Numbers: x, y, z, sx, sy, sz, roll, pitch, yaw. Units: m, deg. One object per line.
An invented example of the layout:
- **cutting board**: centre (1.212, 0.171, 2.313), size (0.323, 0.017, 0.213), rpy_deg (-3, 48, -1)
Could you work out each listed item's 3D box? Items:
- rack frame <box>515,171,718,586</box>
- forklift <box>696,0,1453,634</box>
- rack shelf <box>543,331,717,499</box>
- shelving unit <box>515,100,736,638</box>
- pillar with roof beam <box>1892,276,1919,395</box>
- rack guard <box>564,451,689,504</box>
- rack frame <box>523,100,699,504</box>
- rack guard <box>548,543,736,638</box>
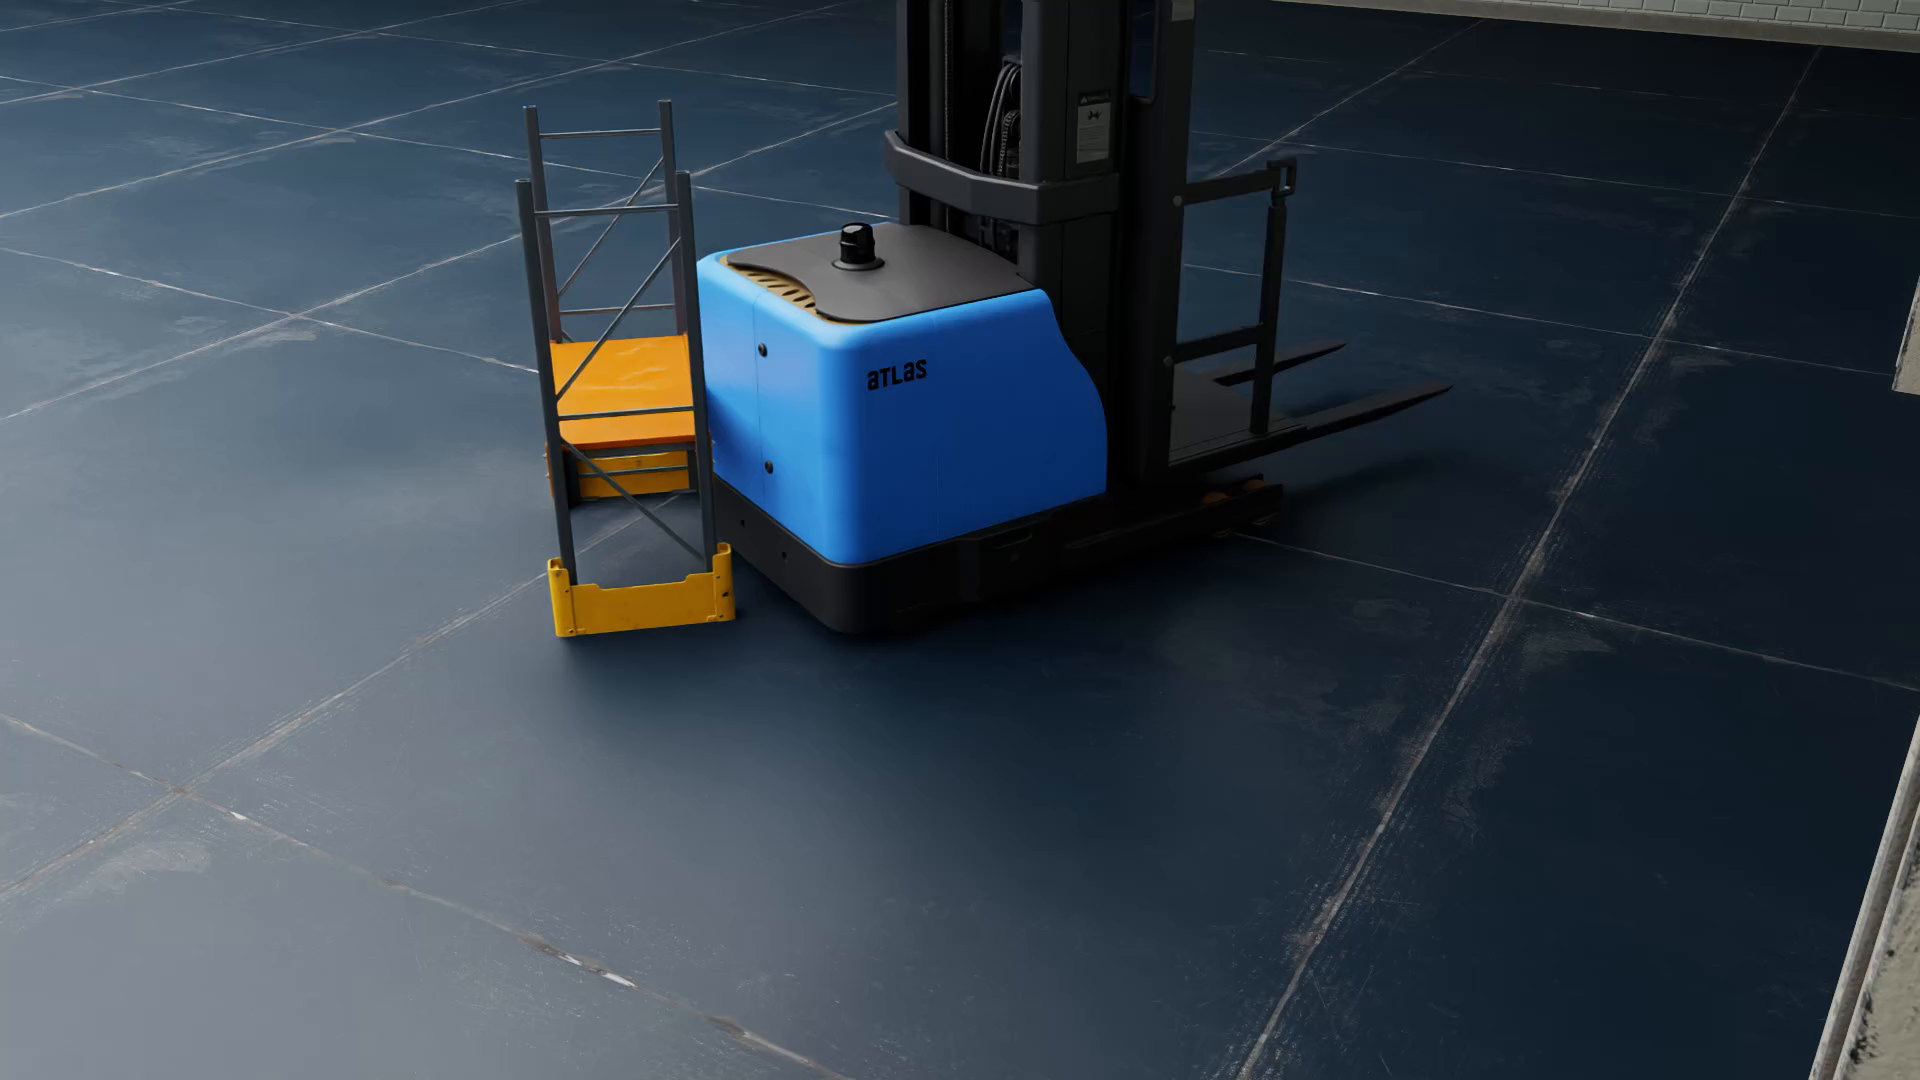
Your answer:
- **rack frame**: centre (-1.044, -0.394, 5.201), size (0.500, 1.500, 0.032), rpy_deg (-5, 27, -11)
- **forklift**: centre (0.596, -1.499, 5.811), size (3.031, 2.935, 1.130), rpy_deg (-17, 31, -30)
- **rack shelf**: centre (-1.149, -0.455, 5.726), size (0.538, 0.185, 1.000), rpy_deg (-5, 27, -11)
- **shelving unit**: centre (-1.147, -0.612, 5.638), size (0.587, 1.500, 1.083), rpy_deg (-5, 27, -11)
- **pillar with roof beam**: centre (0.645, -5.684, 7.393), size (9.100, 9.000, 0.400), rpy_deg (14, 30, 26)
- **rack guard**: centre (-1.250, -0.271, 6.353), size (0.587, 0.250, 0.087), rpy_deg (-5, 27, -11)
- **rack frame**: centre (-1.254, -0.839, 6.091), size (0.500, 1.500, 0.032), rpy_deg (-5, 27, -11)
- **rack guard**: centre (-1.044, 0.165, 5.482), size (0.587, 0.250, 0.087), rpy_deg (-5, 27, -11)
